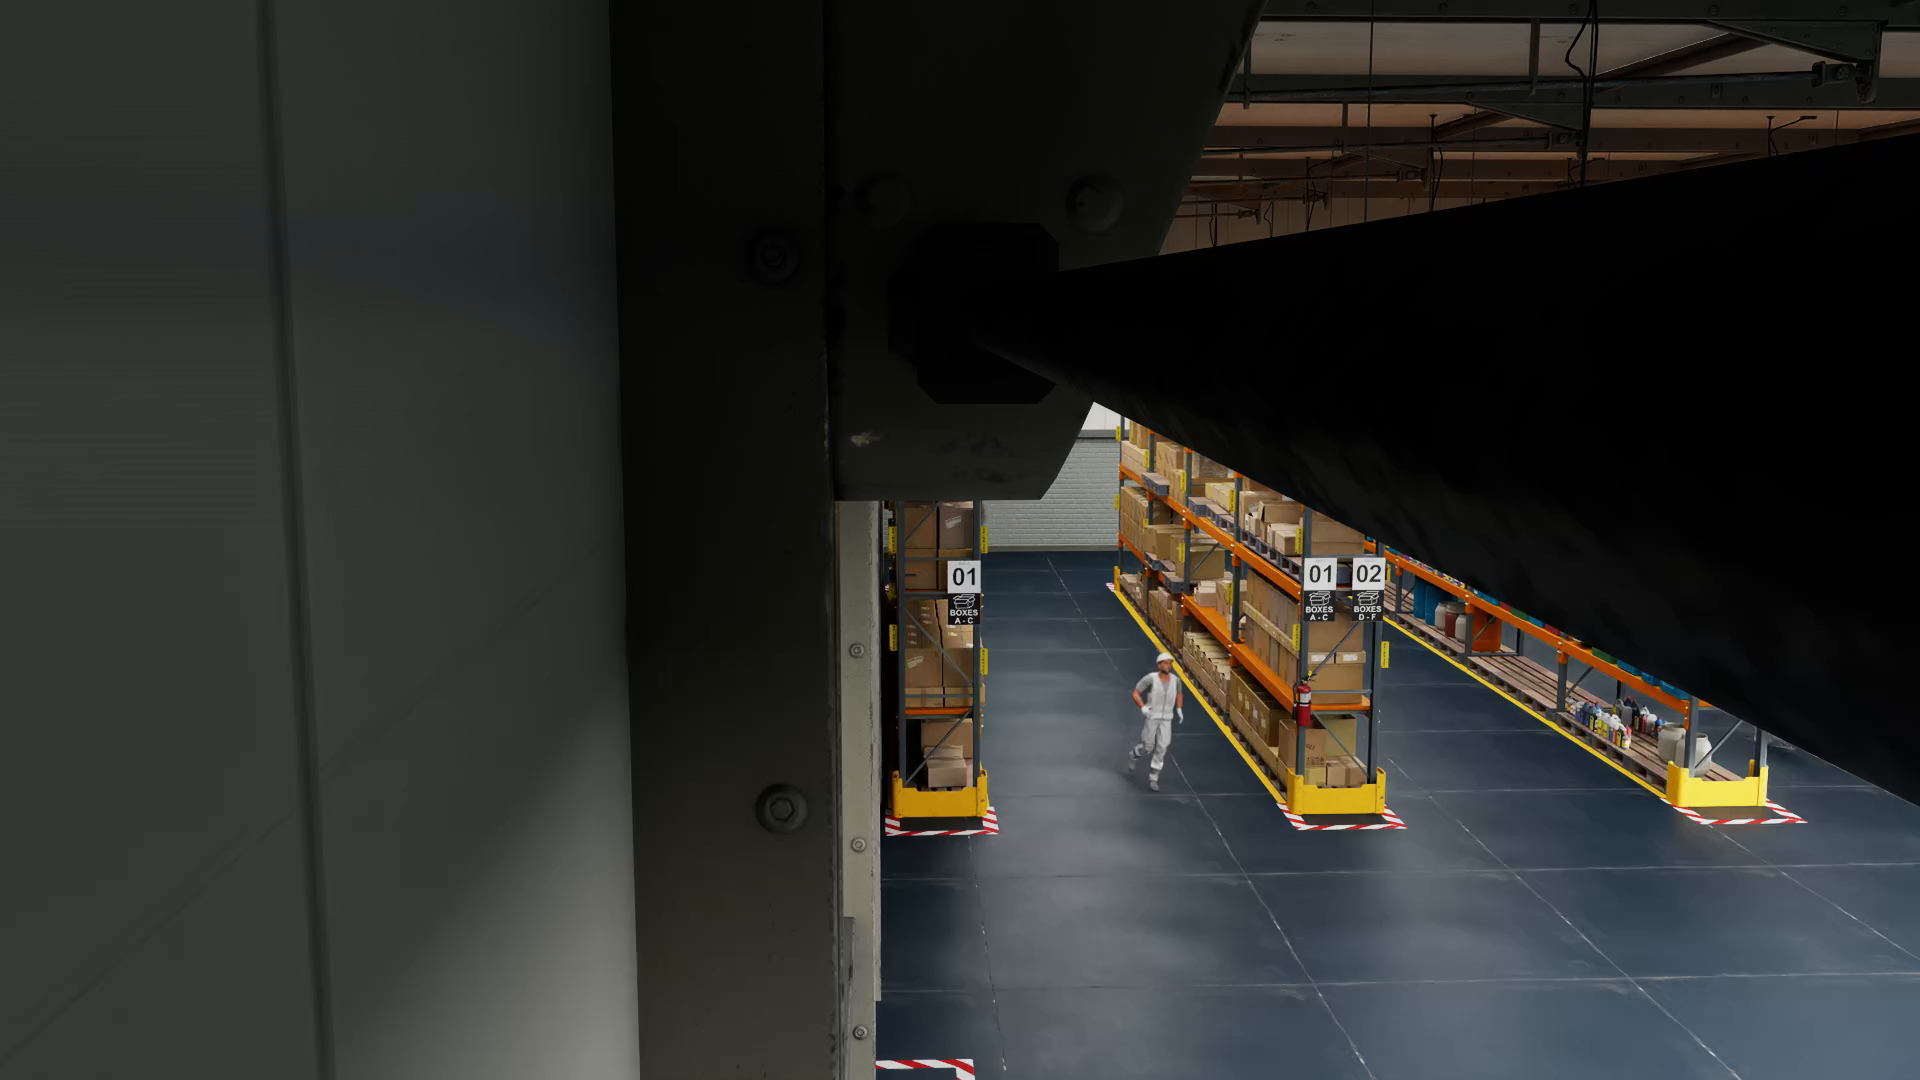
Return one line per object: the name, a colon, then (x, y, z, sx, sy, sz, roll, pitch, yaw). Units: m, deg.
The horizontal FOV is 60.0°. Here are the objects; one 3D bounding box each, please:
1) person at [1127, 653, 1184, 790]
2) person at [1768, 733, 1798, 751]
person: (2.632, 2.341, 21.833, 0.721, 1.733, 0.858, -2, 9, -16)
person: (11.741, 2.170, 23.518, 0.718, 1.588, 0.614, 1, 8, 8)
